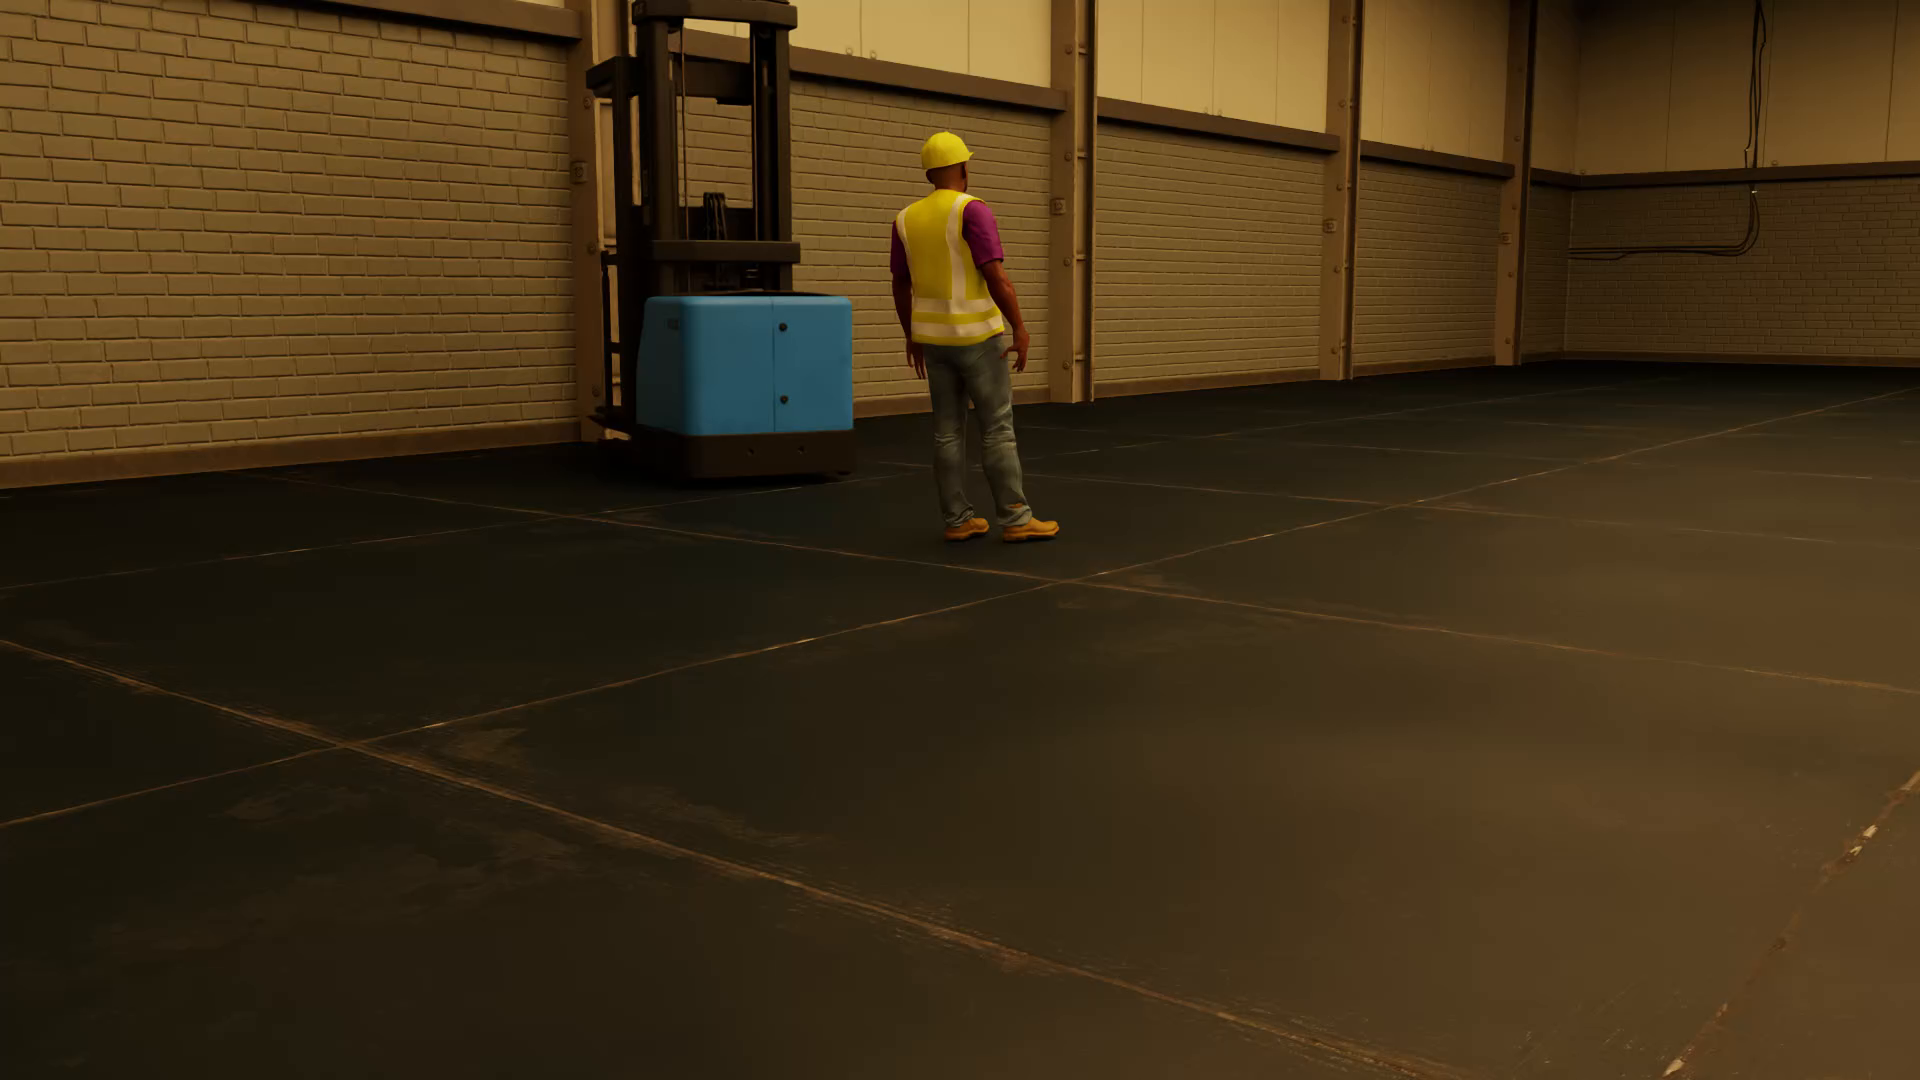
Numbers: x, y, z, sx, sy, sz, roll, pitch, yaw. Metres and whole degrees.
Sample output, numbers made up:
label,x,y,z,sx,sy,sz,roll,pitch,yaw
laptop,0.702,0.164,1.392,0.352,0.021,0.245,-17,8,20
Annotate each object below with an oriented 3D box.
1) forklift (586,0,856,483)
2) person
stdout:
label,x,y,z,sx,sy,sz,roll,pitch,yaw
forklift,-1.705,-1.945,10.571,1.130,2.935,3.031,-4,9,-26
person,0.048,-0.888,7.327,0.666,1.768,0.575,7,11,38
